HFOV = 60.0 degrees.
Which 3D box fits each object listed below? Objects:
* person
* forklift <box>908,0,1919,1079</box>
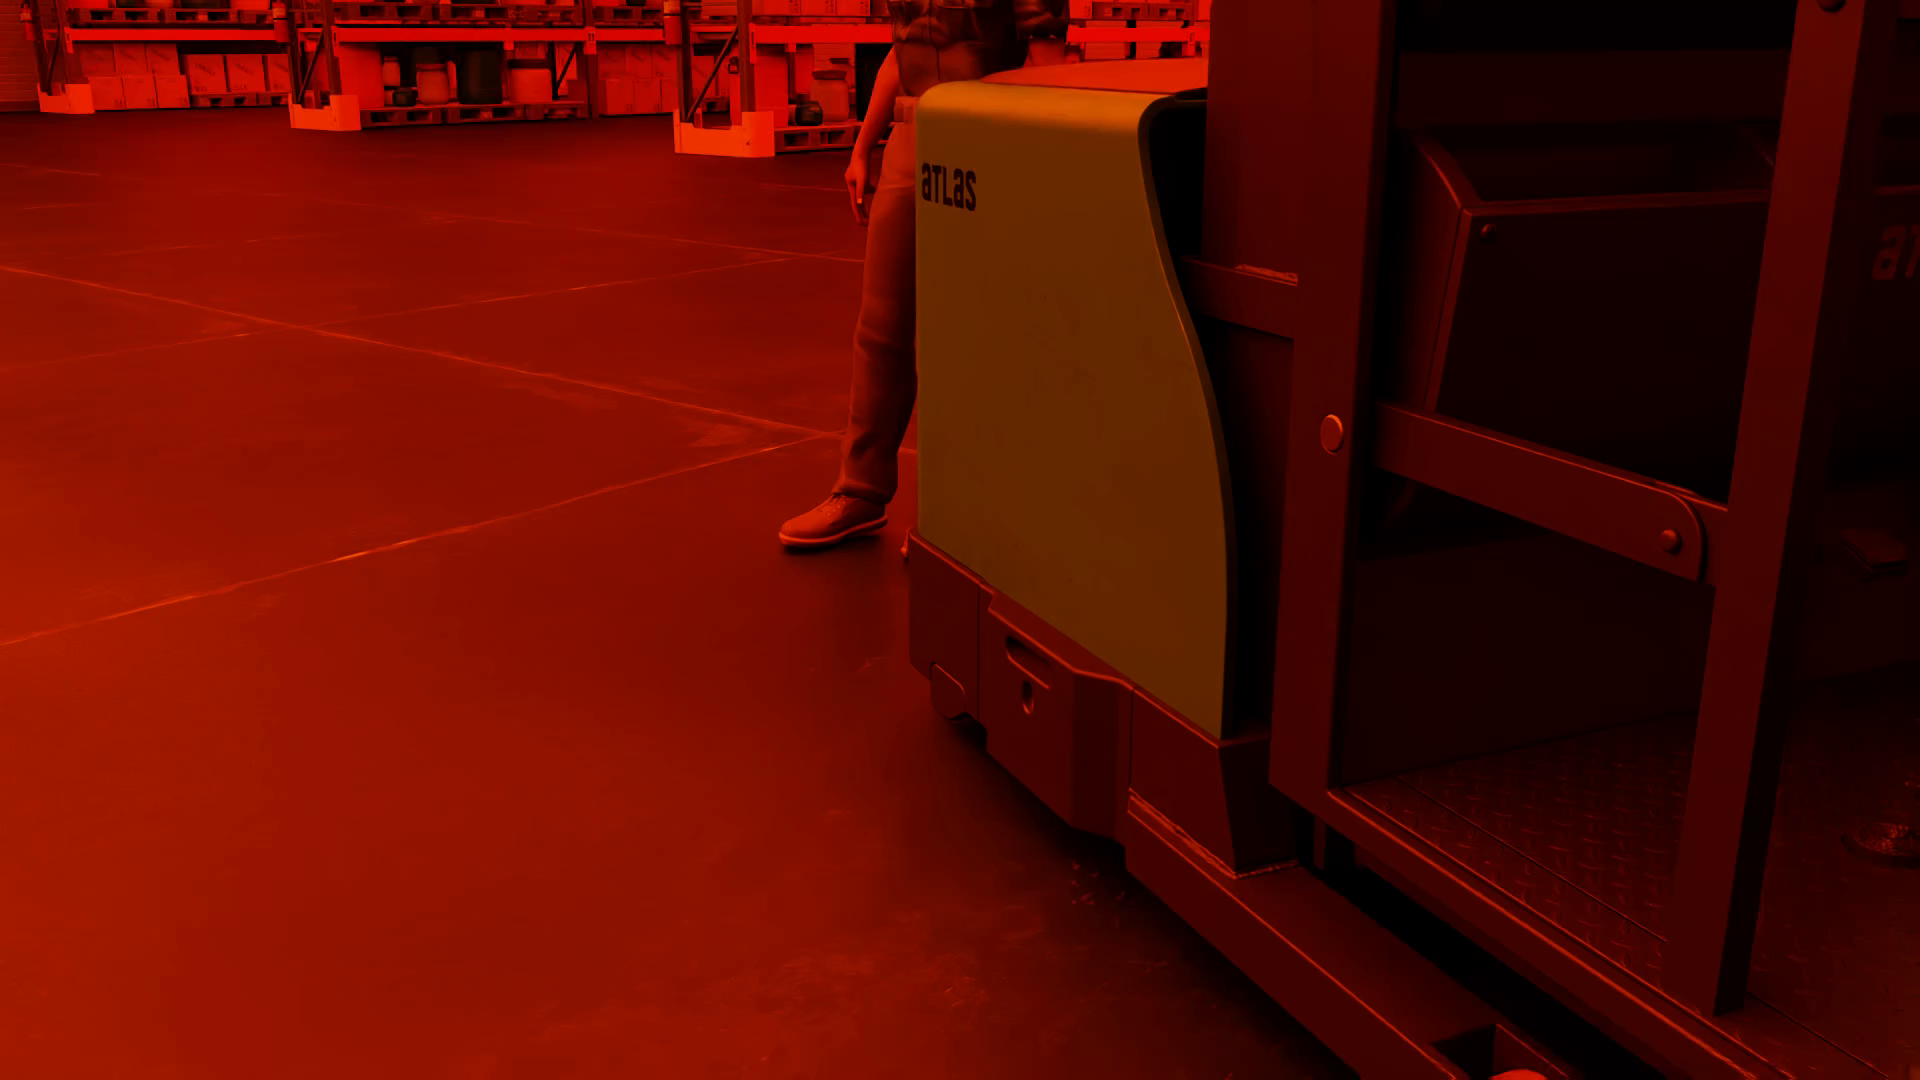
[{"bbox_3d":[-0.071,-0.782,3.646,0.570,1.657,0.502,13,21,37],"label":"person"},{"bbox_3d":[0.973,-0.796,1.520,1.130,2.935,3.031,-7,18,-23],"label":"forklift"}]
